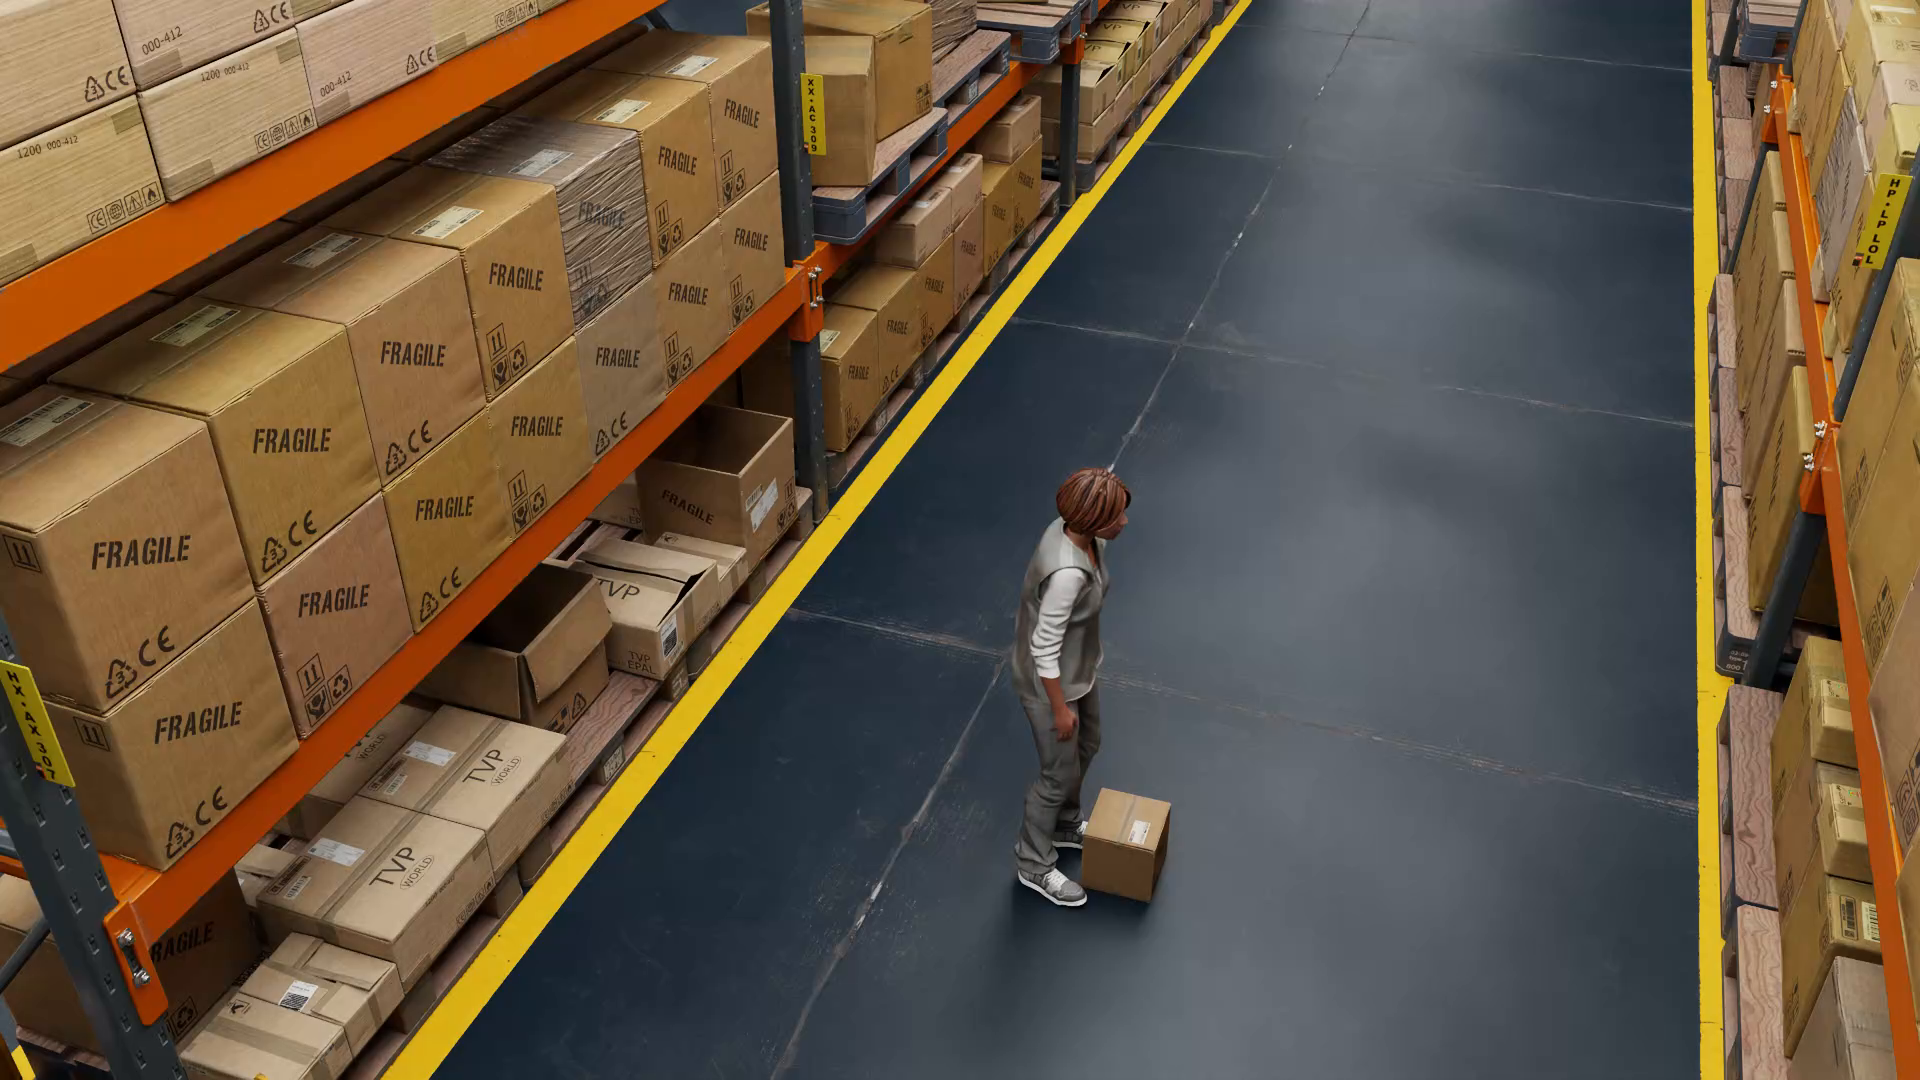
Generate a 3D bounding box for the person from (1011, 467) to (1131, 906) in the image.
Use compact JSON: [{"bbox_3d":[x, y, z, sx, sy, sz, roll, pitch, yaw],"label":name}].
[{"bbox_3d":[0.360,0.459,5.462,0.370,1.594,0.484,10,35,14],"label":"person"}]
